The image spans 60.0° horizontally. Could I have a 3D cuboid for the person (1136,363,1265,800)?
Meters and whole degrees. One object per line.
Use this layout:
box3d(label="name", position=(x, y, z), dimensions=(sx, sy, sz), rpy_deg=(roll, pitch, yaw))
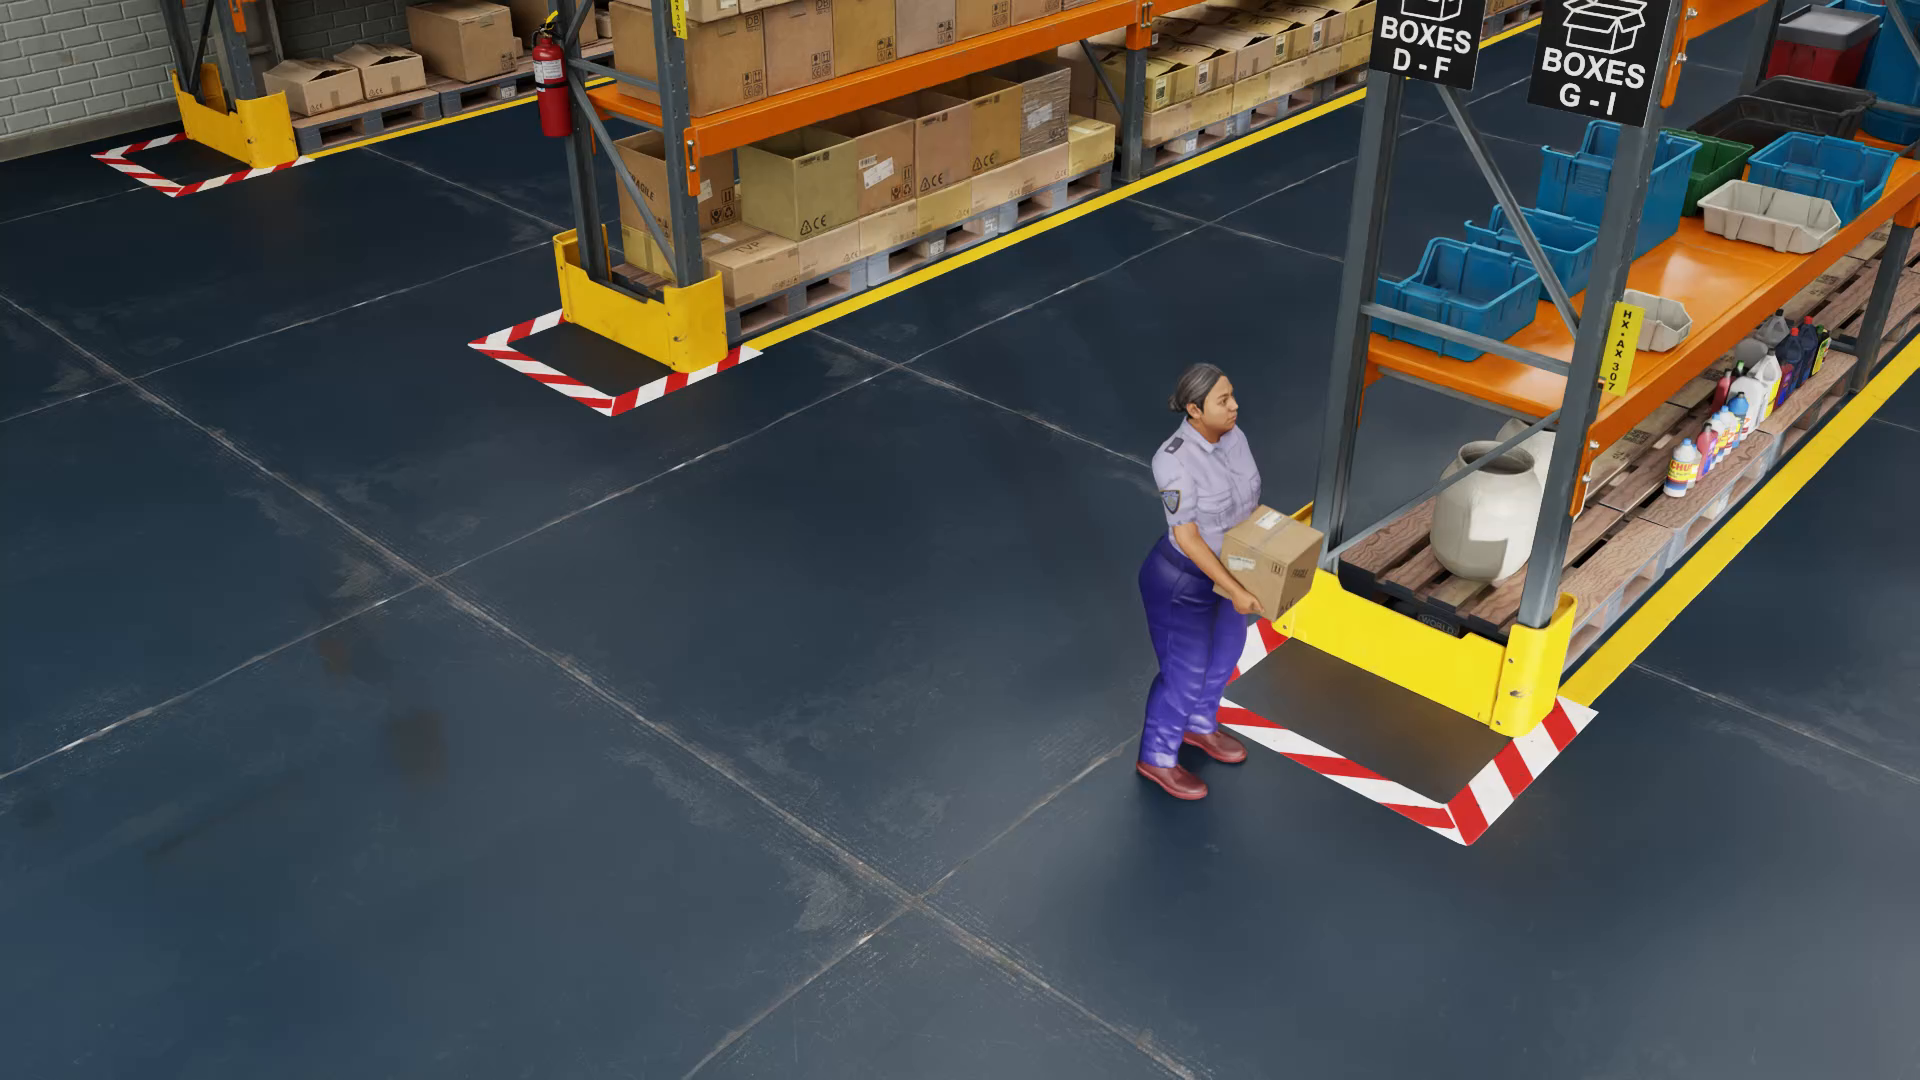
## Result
box3d(label="person", position=(0.921, 0.163, 5.890), dimensions=(0.514, 1.636, 0.454), rpy_deg=(23, 38, 33))
